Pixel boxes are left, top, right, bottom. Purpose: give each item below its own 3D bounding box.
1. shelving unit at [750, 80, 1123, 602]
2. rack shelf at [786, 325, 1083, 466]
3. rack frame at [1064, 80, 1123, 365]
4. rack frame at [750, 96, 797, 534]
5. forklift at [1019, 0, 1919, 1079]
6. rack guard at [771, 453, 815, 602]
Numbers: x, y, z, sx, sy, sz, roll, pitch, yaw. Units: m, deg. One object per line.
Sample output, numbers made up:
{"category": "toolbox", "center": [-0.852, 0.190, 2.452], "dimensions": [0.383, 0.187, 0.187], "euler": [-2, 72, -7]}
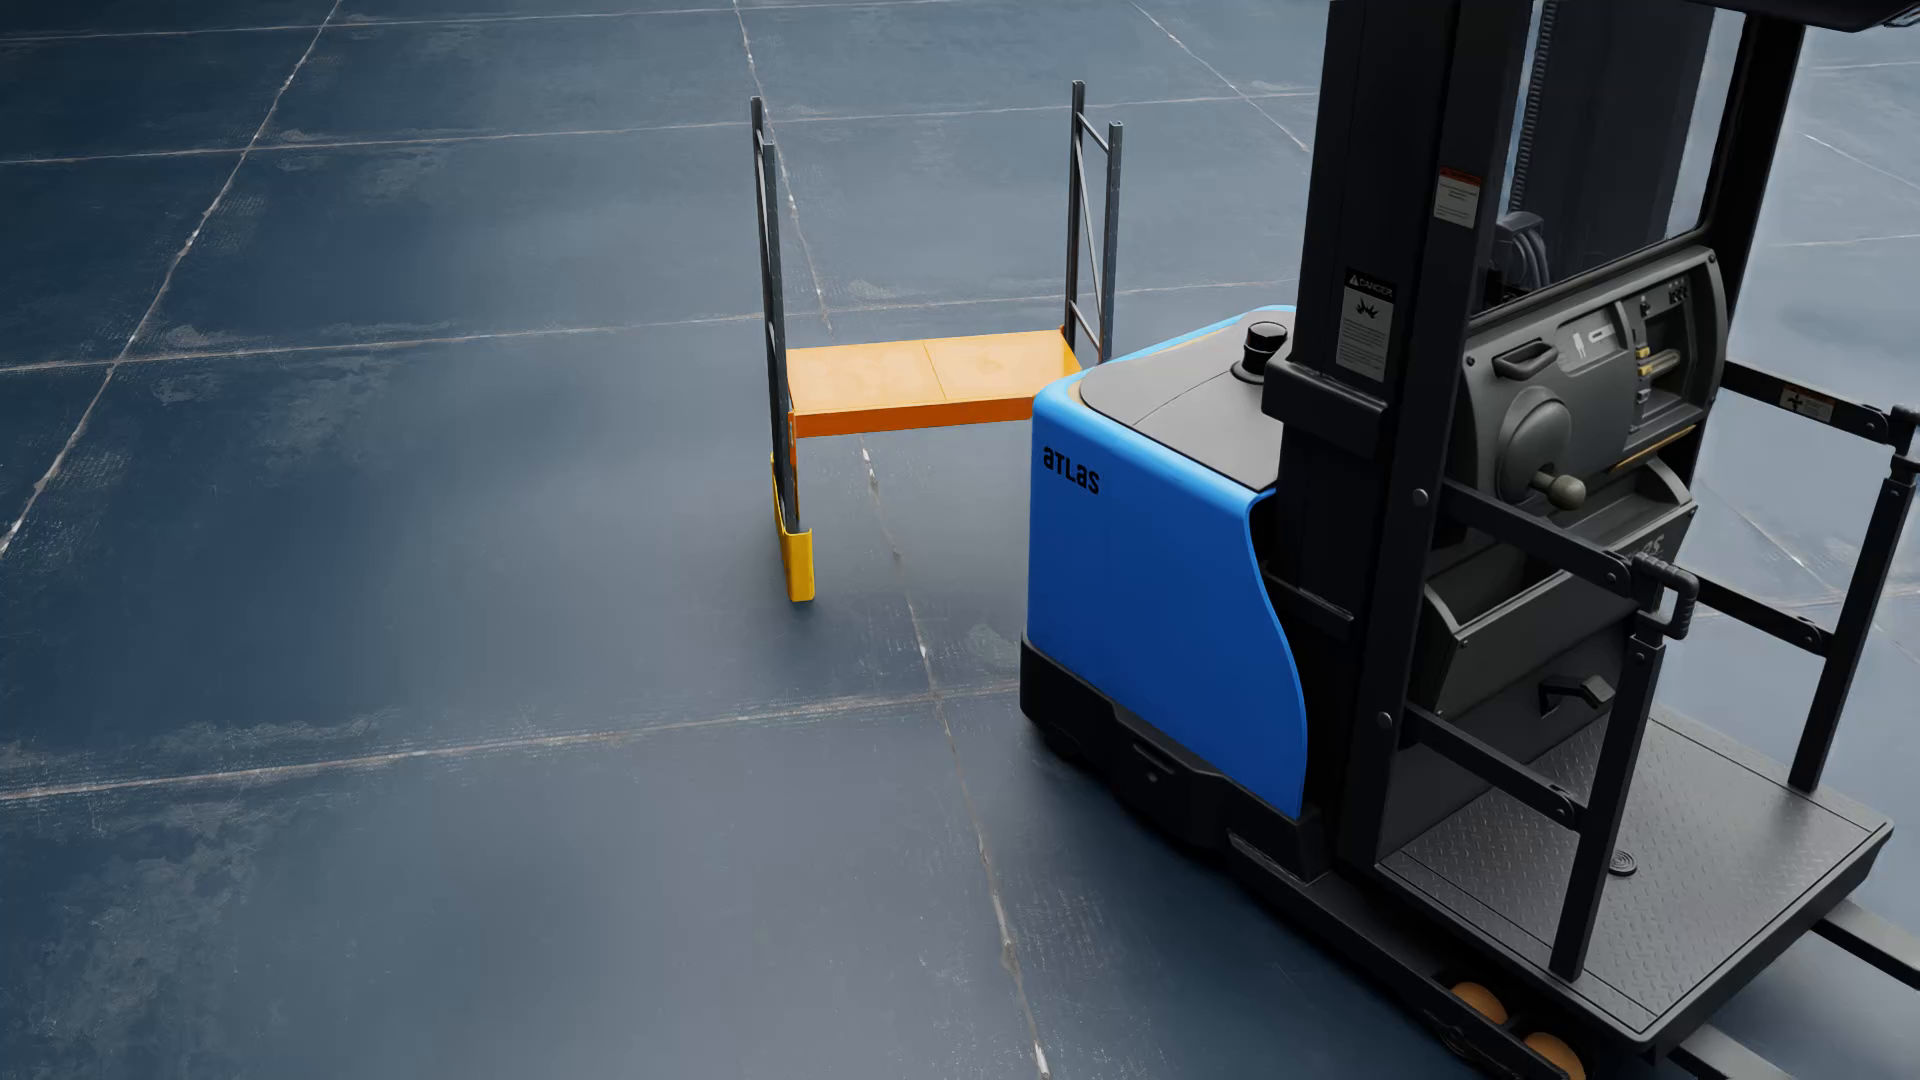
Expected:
{"category": "shelving unit", "center": [-0.075, -0.640, 5.358], "dimensions": [1.083, 1.500, 0.587], "euler": [-5, 31, -9]}
{"category": "rack shelf", "center": [-0.084, -0.484, 5.448], "dimensions": [1.000, 0.185, 0.538], "euler": [-5, 31, -9]}
{"category": "rack frame", "center": [0.416, -0.685, 5.436], "dimensions": [0.032, 1.500, 0.500], "euler": [-5, 31, -9]}
{"category": "rack frame", "center": [-0.584, -0.592, 5.278], "dimensions": [0.032, 1.500, 0.500], "euler": [-5, 31, -9]}
{"category": "forklift", "center": [1.487, -0.305, 3.377], "dimensions": [1.130, 2.935, 3.031], "euler": [-22, 37, -33]}
{"category": "rack guard", "center": [-0.565, -0.055, 5.597], "dimensions": [0.087, 0.250, 0.587], "euler": [-5, 31, -9]}
